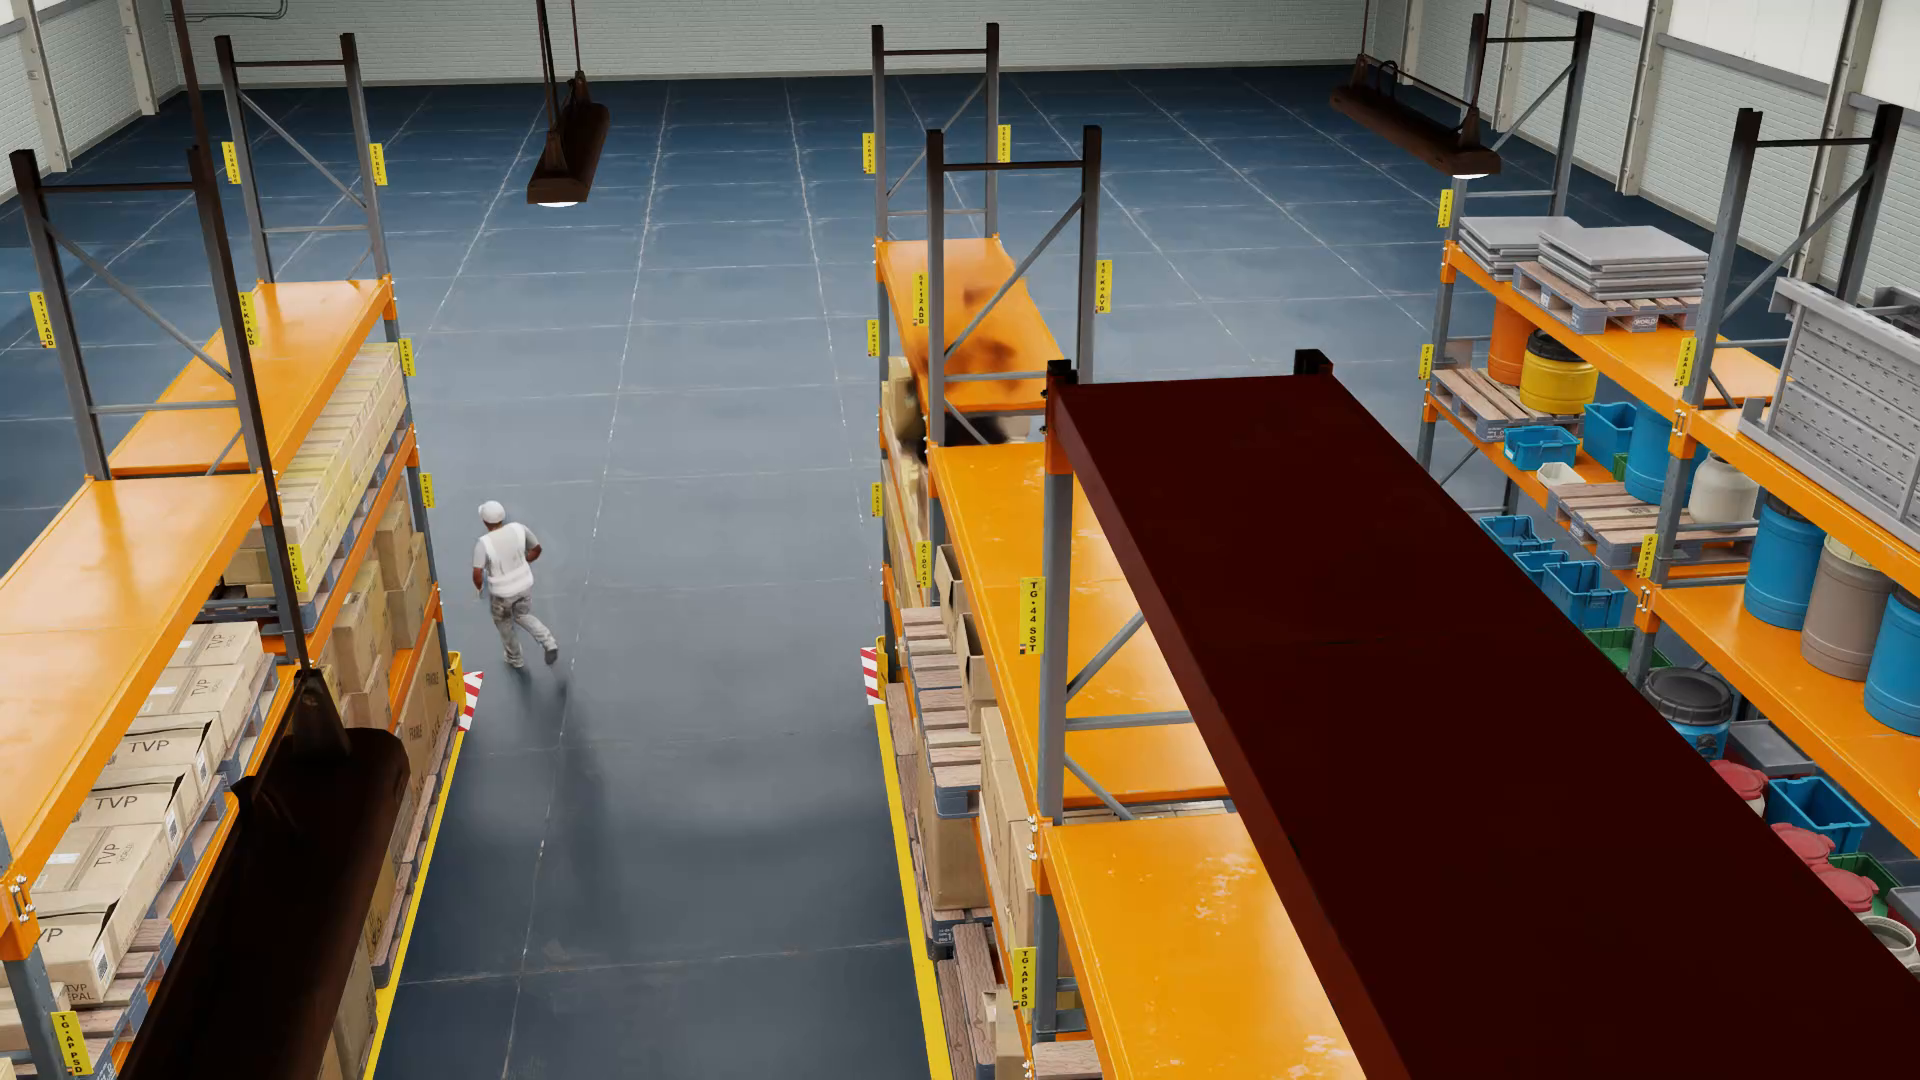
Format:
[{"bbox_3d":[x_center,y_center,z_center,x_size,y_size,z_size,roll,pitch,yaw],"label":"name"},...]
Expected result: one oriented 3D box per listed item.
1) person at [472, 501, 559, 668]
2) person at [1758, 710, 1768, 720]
[{"bbox_3d":[-4.186,0.472,15.496,0.746,1.760,0.712,18,31,33],"label":"person"},{"bbox_3d":[6.625,1.477,13.379,0.635,1.828,0.731,-5,26,-10],"label":"person"}]
